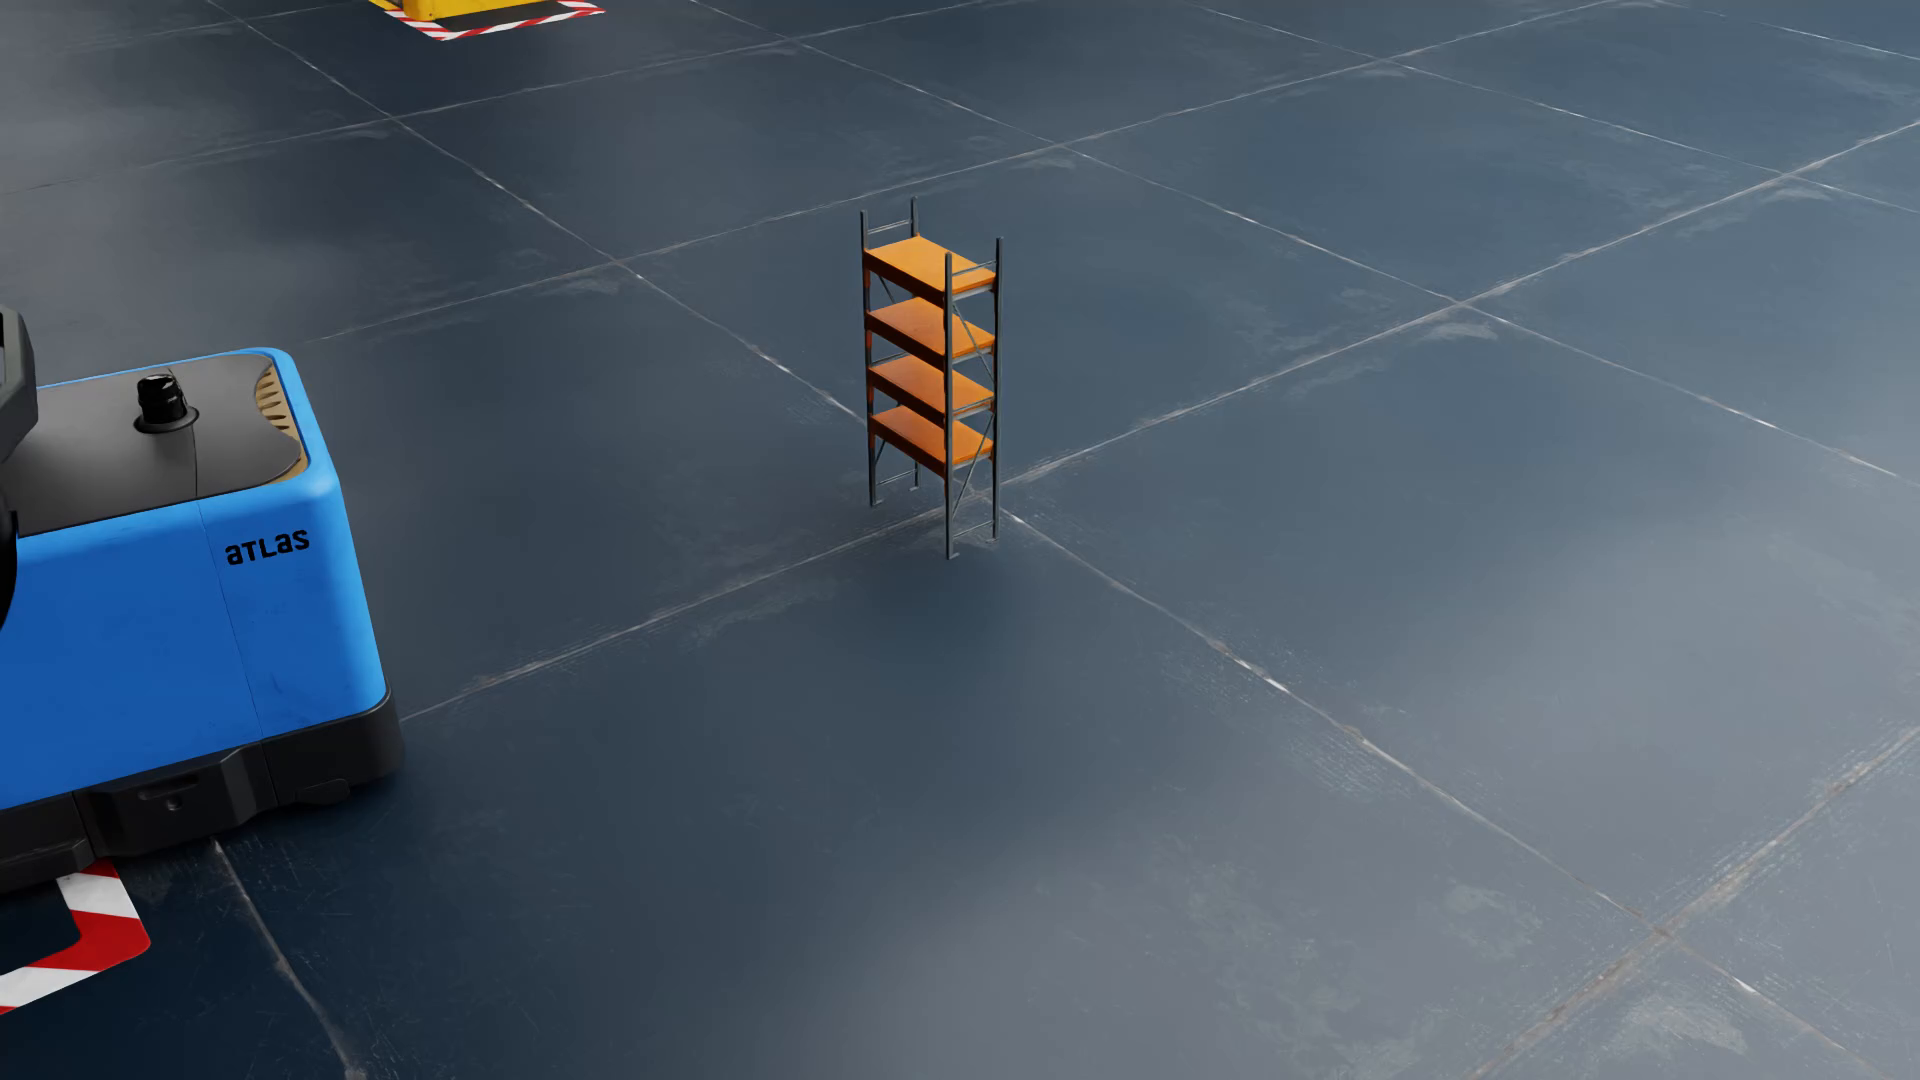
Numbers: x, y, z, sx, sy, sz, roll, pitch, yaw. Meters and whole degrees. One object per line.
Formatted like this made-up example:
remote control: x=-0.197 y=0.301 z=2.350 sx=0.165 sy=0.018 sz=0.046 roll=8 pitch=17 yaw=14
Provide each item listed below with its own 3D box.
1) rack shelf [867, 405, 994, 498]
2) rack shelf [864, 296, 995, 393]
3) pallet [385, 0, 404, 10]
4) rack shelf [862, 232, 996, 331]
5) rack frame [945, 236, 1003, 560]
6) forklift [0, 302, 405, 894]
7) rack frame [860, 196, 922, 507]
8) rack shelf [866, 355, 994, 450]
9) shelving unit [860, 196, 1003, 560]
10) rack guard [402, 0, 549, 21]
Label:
rack shelf: x=-0.102 y=-0.353 z=6.185 sx=0.258 sy=0.148 sz=0.480 roll=-22 pitch=38 yaw=-31
rack shelf: x=-0.102 y=-0.712 z=5.962 sx=0.258 sy=0.148 sz=0.480 roll=-22 pitch=38 yaw=-31
pallet: x=-4.235 y=-4.568 z=13.405 sx=1.003 sy=0.211 sz=1.213 roll=-22 pitch=38 yaw=-31
rack shelf: x=-0.101 y=-0.913 z=5.837 sx=0.258 sy=0.148 sz=0.480 roll=-22 pitch=38 yaw=-31
rack frame: x=0.048 y=-0.477 z=5.881 sx=0.240 sy=1.200 sz=0.015 roll=-22 pitch=38 yaw=-31
forklift: x=-3.239 y=-0.380 z=4.083 sx=3.031 sy=2.935 sz=1.130 roll=-15 pitch=35 yaw=-23
rack frame: x=-0.251 y=-0.680 z=6.208 sx=0.240 sy=1.200 sz=0.015 roll=-22 pitch=38 yaw=-31
rack shelf: x=-0.102 y=-0.522 z=6.080 sx=0.258 sy=0.148 sz=0.480 roll=-22 pitch=38 yaw=-31
shelving unit: x=-0.102 y=-0.579 z=6.045 sx=0.258 sy=1.200 sz=0.503 roll=-22 pitch=38 yaw=-31
rack guard: x=-3.719 y=-4.376 z=12.821 sx=1.175 sy=0.500 sz=0.348 roll=-22 pitch=38 yaw=-31
